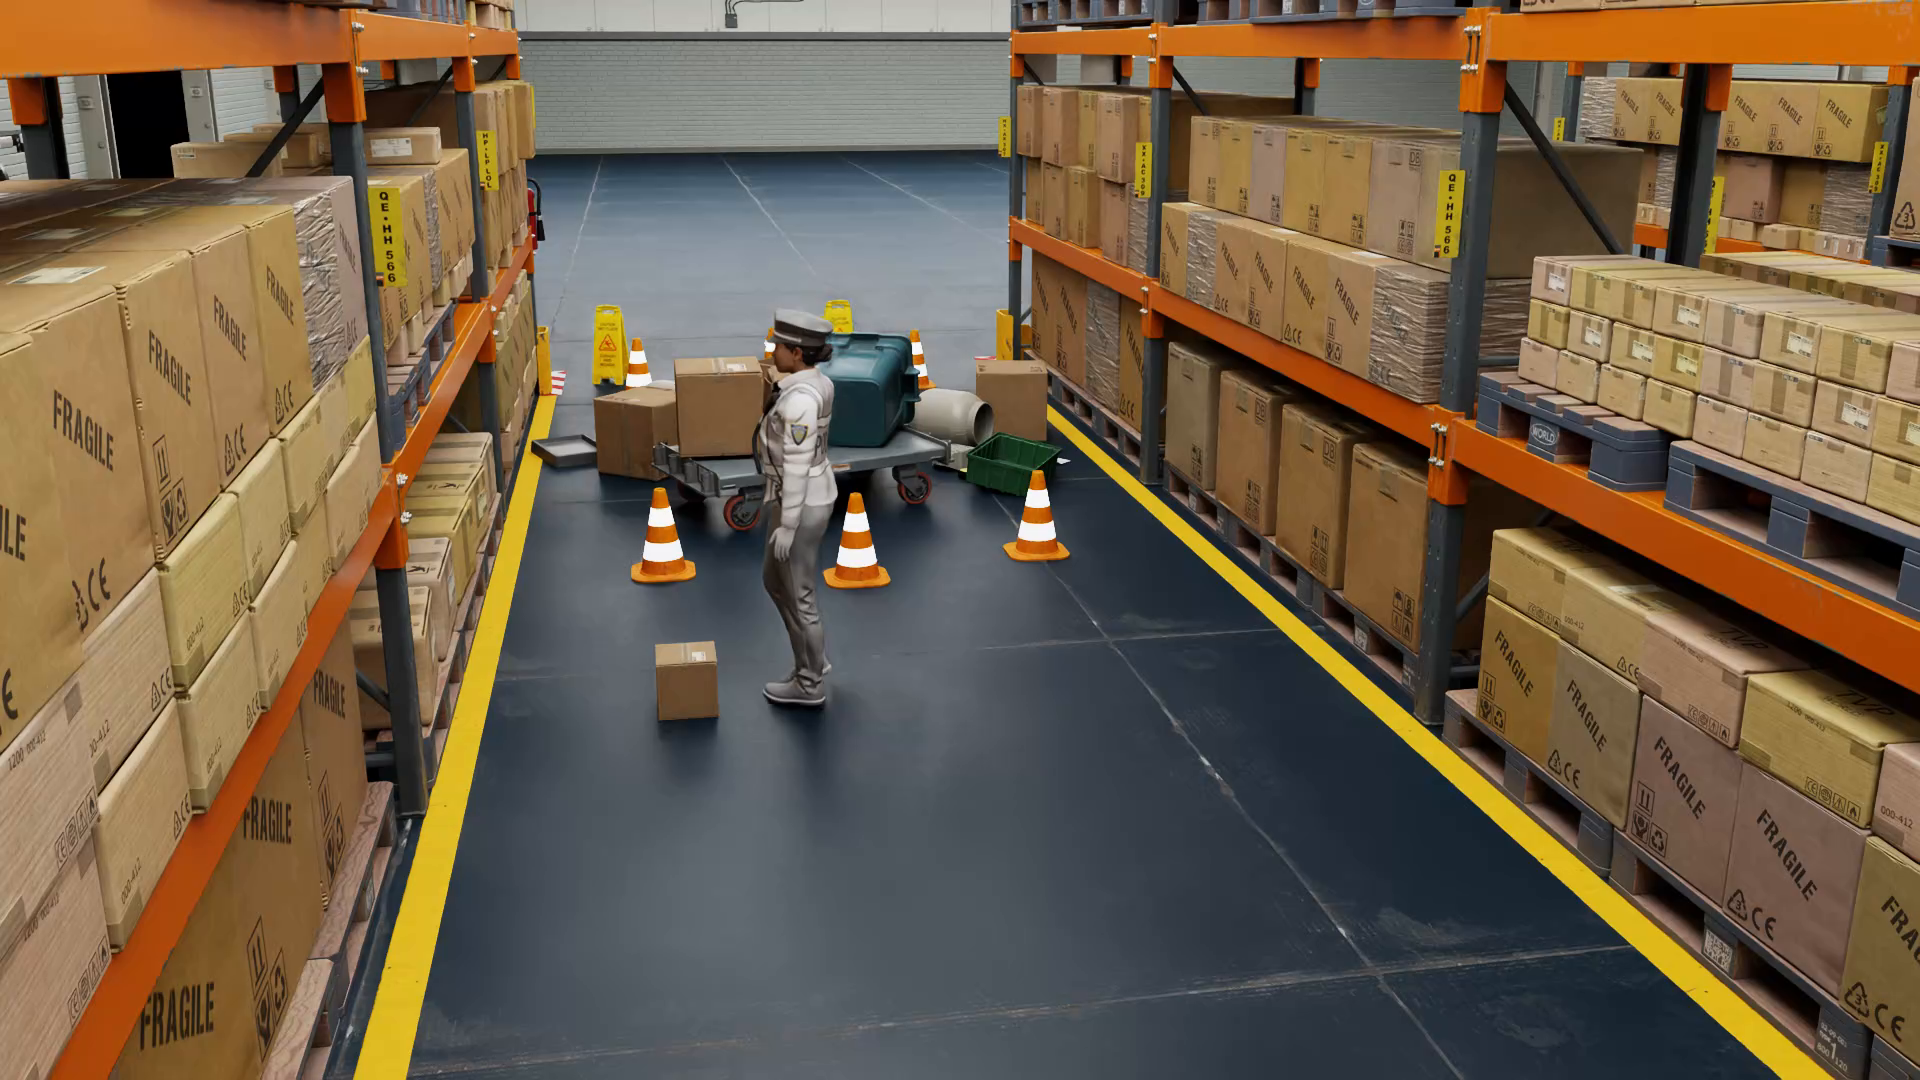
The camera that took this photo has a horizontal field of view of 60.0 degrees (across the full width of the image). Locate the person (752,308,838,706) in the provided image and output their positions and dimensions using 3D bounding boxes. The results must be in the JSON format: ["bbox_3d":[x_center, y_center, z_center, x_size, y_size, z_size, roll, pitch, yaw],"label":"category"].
[{"bbox_3d":[-0.682,-0.110,6.897,0.364,1.712,0.505,1,17,5],"label":"person"}]
